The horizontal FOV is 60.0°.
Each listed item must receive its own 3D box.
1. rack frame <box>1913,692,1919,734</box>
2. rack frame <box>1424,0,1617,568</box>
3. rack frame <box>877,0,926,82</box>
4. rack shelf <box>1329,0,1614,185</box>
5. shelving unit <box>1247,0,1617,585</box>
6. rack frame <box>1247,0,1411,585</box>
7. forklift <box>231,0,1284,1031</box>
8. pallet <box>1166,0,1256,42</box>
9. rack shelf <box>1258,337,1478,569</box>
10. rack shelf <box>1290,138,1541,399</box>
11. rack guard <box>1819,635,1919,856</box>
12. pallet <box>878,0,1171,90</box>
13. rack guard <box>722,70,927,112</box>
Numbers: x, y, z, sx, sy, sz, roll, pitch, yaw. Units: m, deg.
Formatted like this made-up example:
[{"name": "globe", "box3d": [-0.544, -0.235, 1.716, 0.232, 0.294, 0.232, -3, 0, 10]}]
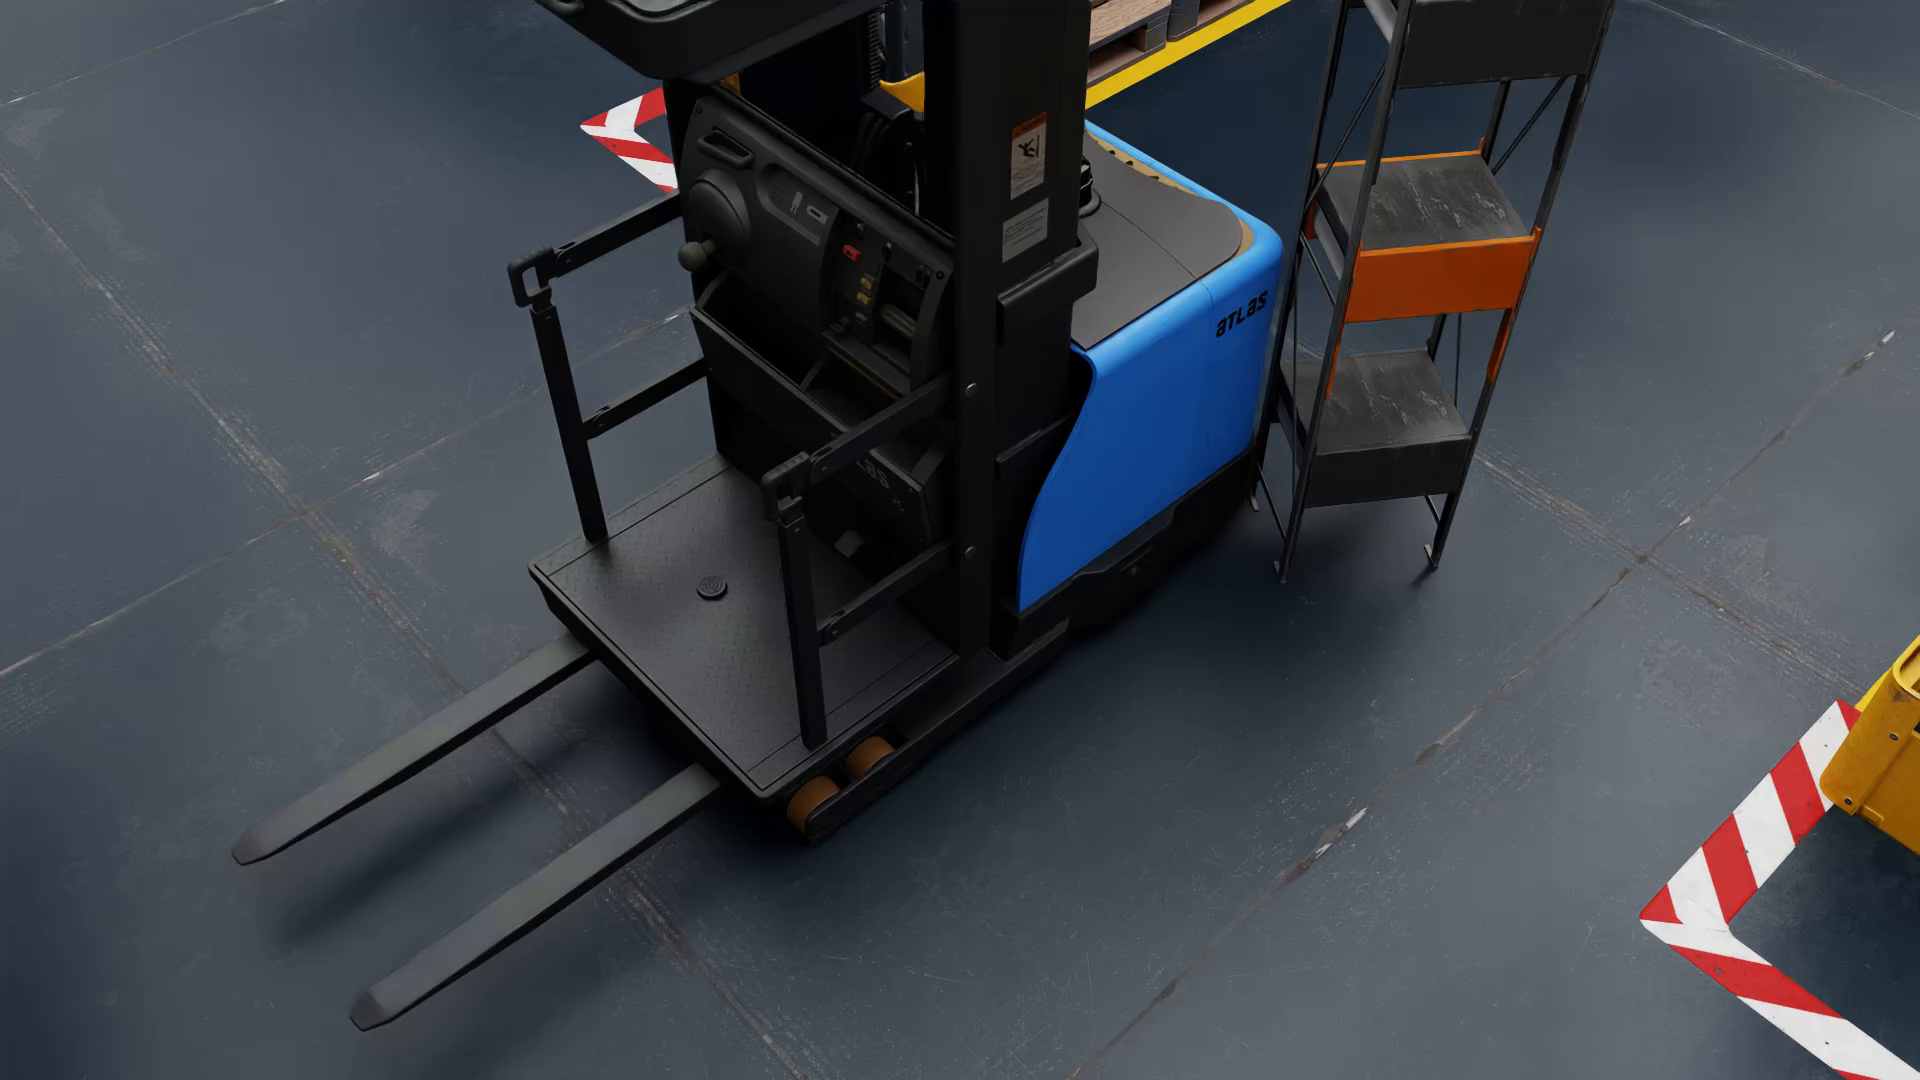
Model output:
[{"name": "rack frame", "box3d": [2.824, -0.060, 3.264, 0.127, 3.000, 1.000, -34, 56, -27]}, {"name": "rack frame", "box3d": [1.450, -0.771, 4.533, 0.015, 2.100, 0.400, -6, 48, -6]}, {"name": "rack frame", "box3d": [-0.505, -2.755, 5.751, 0.127, 3.000, 1.000, -34, 56, -27]}, {"name": "rack shelf", "box3d": [1.208, -1.211, 4.005, 0.480, 0.518, 0.431, -6, 48, -6]}, {"name": "shelving unit", "box3d": [1.208, -0.745, 4.509, 0.503, 2.100, 0.431, -6, 48, -6]}, {"name": "rack frame", "box3d": [0.967, -0.720, 4.486, 0.015, 2.100, 0.400, -6, 48, -6]}, {"name": "forklift", "box3d": [-0.514, -0.629, 3.836, 3.031, 2.935, 1.130, -34, 56, -27]}, {"name": "pallet", "box3d": [1.033, -2.797, 7.687, 1.213, 0.211, 1.003, -34, 56, -27]}, {"name": "rack shelf", "box3d": [1.208, -0.261, 5.034, 0.480, 0.518, 0.431, -6, 48, -6]}, {"name": "rack shelf", "box3d": [1.208, -0.736, 4.519, 0.480, 0.518, 0.431, -6, 48, -6]}, {"name": "rack guard", "box3d": [2.880, 0.750, 4.218, 0.348, 0.500, 1.175, -34, 56, -27]}, {"name": "pallet", "box3d": [0.131, -2.196, 7.133, 1.213, 0.211, 1.003, -34, 56, -27]}, {"name": "rack guard", "box3d": [-0.514, -1.889, 6.653, 0.348, 0.500, 1.175, -34, 56, -27]}]
